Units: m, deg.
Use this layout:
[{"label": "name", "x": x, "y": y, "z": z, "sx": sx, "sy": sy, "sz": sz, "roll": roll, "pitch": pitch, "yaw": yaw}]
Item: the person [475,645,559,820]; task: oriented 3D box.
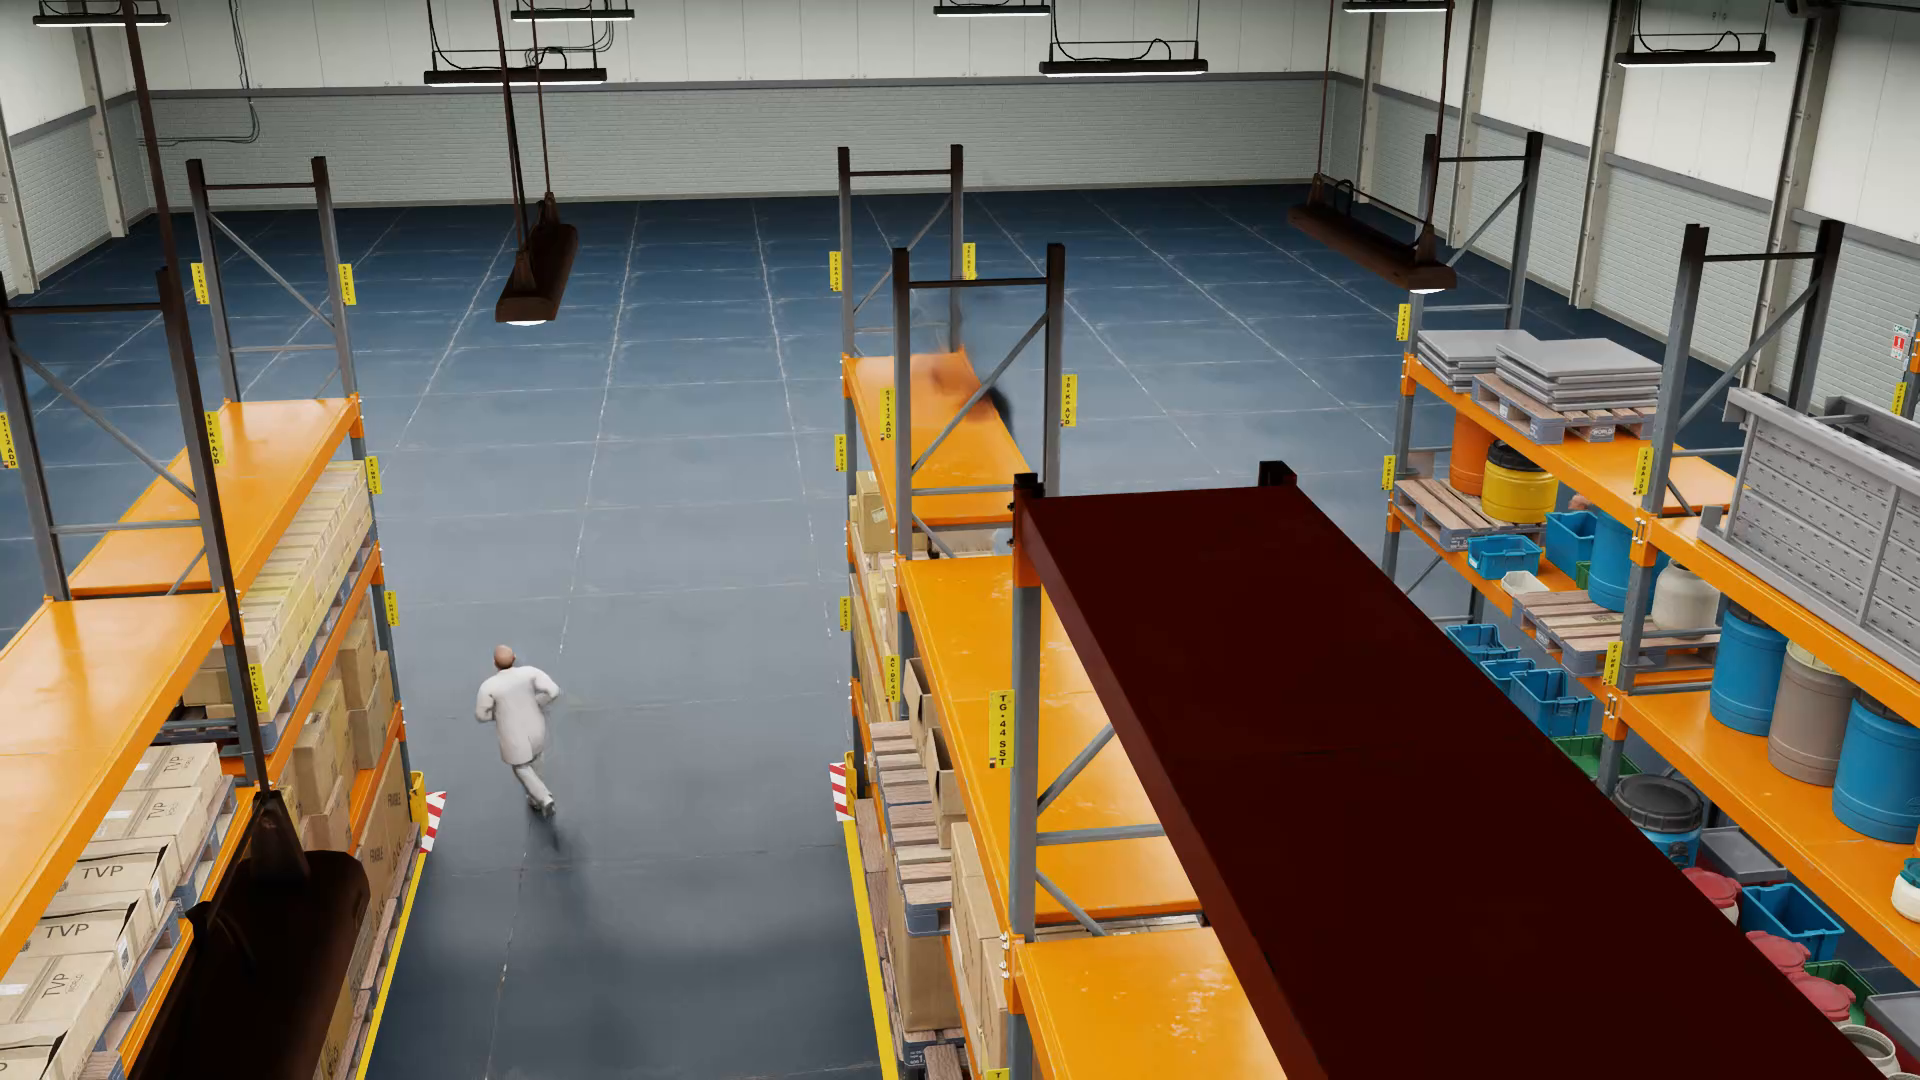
[{"label": "person", "x": -3.948, "y": 1.755, "z": 14.915, "sx": 0.754, "sy": 1.753, "sz": 0.810, "roll": -13, "pitch": 25, "yaw": -30}]

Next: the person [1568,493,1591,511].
[{"label": "person", "x": 6.937, "y": 0.309, "z": 18.542, "sx": 0.983, "sy": 1.751, "sz": 0.678, "roll": 5, "pitch": 22, "yaw": 14}]

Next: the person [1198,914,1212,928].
[{"label": "person", "x": 1.672, "y": 3.096, "z": 11.486, "sx": 0.574, "sy": 1.655, "sz": 0.969, "roll": -4, "pitch": 22, "yaw": -11}]
